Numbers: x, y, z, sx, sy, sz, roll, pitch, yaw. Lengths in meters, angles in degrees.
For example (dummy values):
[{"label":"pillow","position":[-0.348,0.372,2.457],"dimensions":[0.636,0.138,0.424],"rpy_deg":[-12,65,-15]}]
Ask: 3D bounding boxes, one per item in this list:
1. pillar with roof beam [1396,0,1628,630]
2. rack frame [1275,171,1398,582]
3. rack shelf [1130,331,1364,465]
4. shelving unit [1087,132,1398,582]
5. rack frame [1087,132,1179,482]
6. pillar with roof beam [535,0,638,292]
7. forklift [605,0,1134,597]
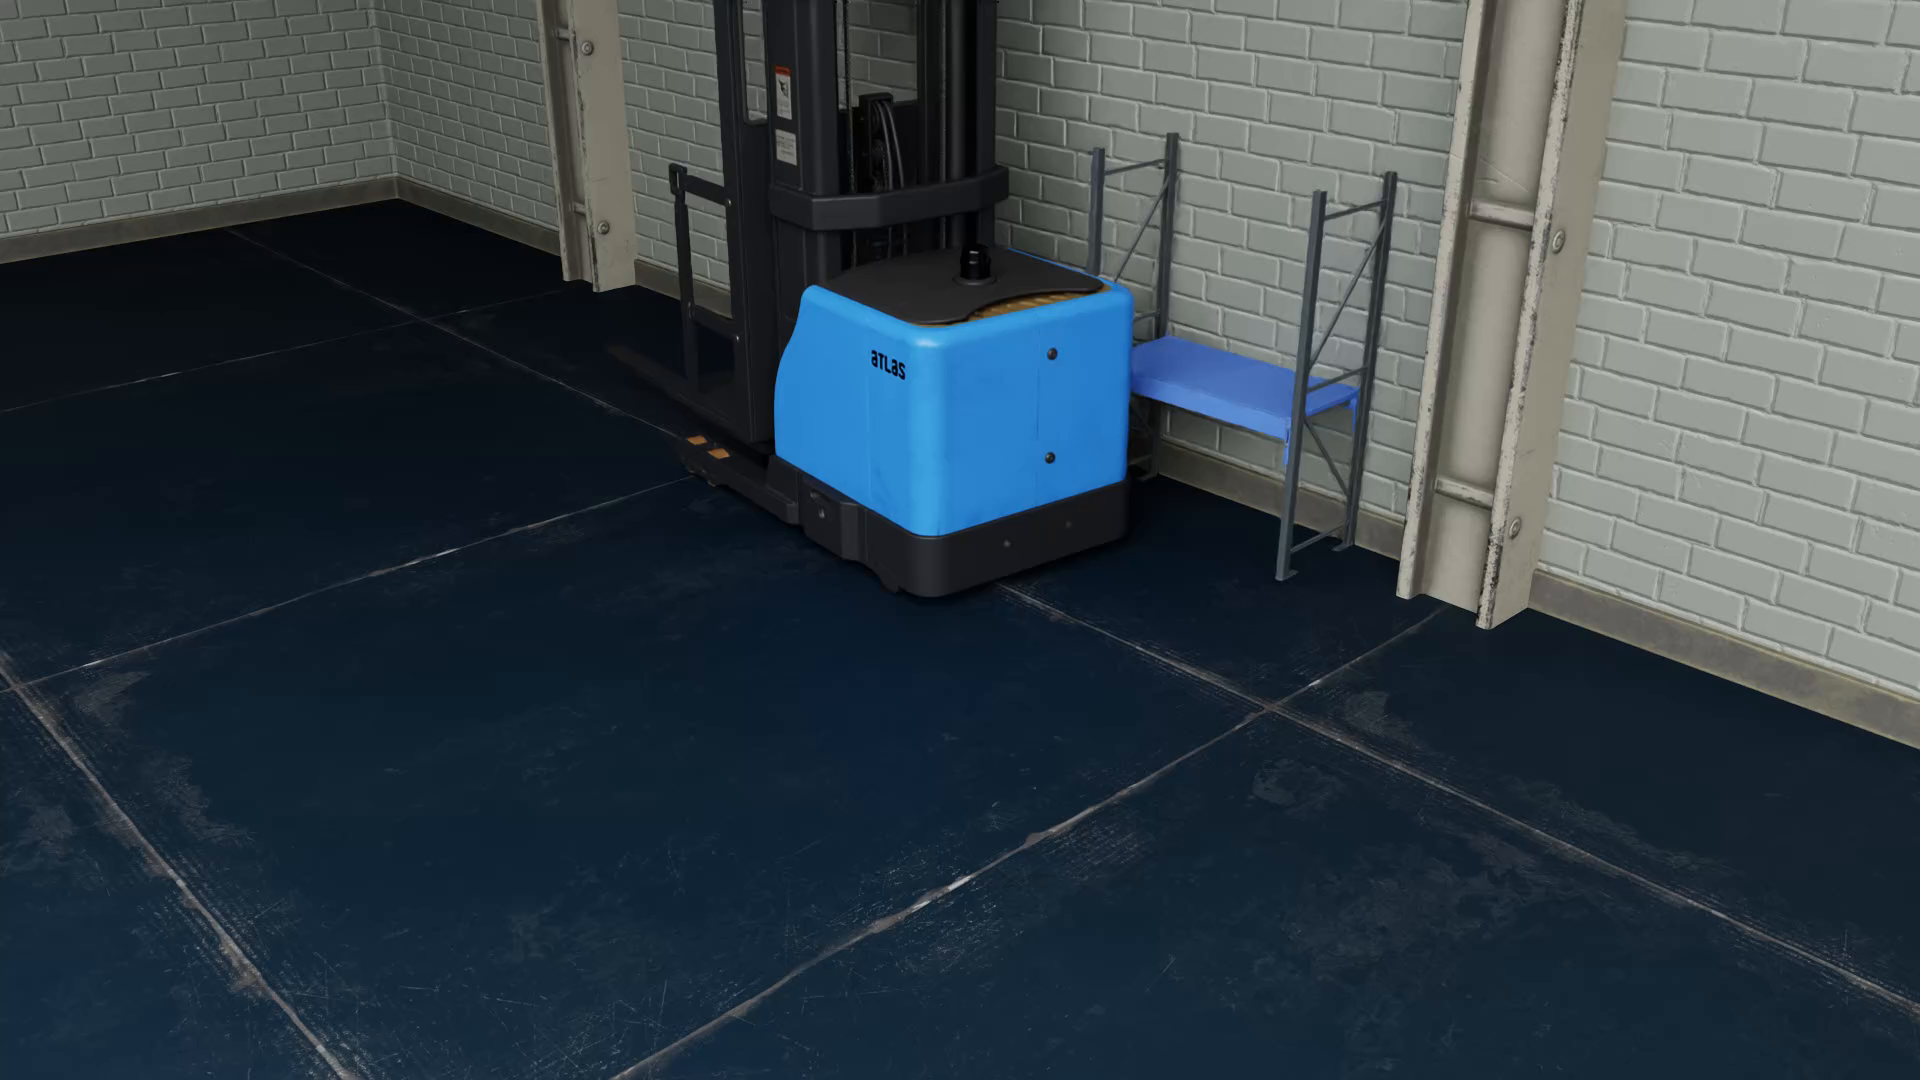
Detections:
[{"label":"pillar with roof beam","position":[-1.249,-2.649,1.715],"dimensions":[9.100,9.000,0.400],"rpy_deg":[-21,32,-38]},{"label":"rack frame","position":[1.409,-0.597,6.247],"dimensions":[0.500,1.500,0.032],"rpy_deg":[-22,33,-40]},{"label":"rack shelf","position":[1.049,-0.586,6.649],"dimensions":[0.538,0.185,1.000],"rpy_deg":[-22,33,-40]},{"label":"shelving unit","position":[1.051,-0.749,6.575],"dimensions":[0.538,1.500,1.048],"rpy_deg":[-22,33,-40]},{"label":"rack frame","position":[0.693,-0.901,6.902],"dimensions":[0.500,1.500,0.032],"rpy_deg":[-22,33,-40]},{"label":"pillar with roof beam","position":[-5.350,-4.467,5.700],"dimensions":[9.100,9.000,0.400],"rpy_deg":[-21,32,-38]},{"label":"forklift","position":[-0.608,-1.674,6.887],"dimensions":[1.130,2.935,3.031],"rpy_deg":[-17,30,-33]}]
